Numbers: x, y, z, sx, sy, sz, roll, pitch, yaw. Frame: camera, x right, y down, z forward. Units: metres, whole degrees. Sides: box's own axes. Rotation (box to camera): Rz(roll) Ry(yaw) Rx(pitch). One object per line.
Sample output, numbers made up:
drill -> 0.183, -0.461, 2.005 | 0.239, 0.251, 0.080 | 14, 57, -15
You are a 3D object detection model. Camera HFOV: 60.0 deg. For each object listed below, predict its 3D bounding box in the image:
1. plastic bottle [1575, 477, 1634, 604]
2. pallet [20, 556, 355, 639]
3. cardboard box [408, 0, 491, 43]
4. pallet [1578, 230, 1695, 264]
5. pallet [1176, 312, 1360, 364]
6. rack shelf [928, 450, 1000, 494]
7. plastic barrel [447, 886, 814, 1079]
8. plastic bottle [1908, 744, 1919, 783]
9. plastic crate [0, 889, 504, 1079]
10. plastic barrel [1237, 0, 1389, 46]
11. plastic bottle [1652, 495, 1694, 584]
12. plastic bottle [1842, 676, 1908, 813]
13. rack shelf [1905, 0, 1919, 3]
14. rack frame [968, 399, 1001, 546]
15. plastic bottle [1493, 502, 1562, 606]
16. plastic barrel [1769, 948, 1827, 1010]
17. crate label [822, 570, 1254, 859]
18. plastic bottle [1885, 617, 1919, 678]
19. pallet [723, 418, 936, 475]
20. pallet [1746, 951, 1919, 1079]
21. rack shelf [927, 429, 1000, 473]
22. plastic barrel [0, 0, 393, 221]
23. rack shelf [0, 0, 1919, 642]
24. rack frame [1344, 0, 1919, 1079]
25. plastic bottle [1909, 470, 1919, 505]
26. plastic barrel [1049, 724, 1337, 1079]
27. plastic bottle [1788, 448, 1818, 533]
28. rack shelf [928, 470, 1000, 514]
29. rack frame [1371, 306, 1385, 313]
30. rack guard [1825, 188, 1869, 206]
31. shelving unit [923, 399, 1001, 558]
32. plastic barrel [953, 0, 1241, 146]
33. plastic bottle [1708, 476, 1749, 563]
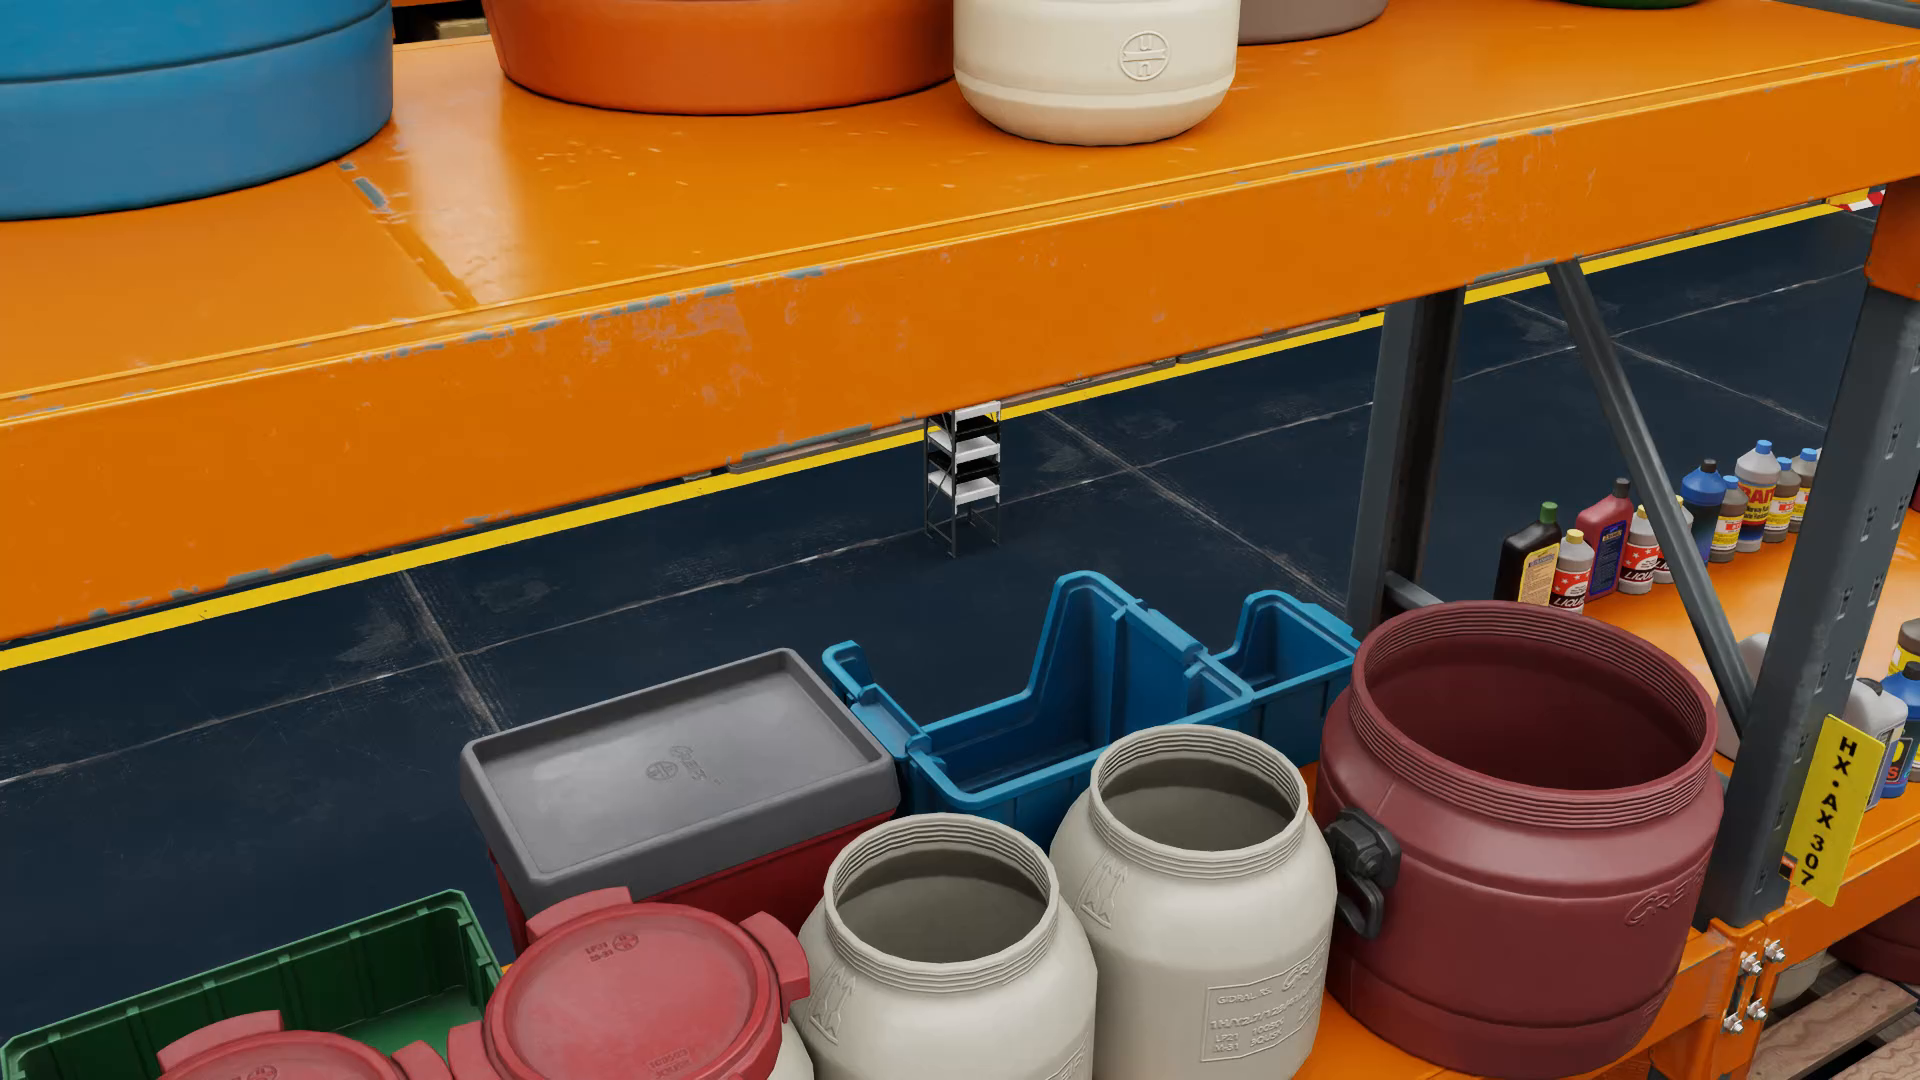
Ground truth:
plastic bottle -> 1.449, 0.001, 3.765 | 0.133, 0.283, 0.061 | -16, 33, -26
pallet -> -3.169, -0.079, 6.674 | 1.213, 0.211, 1.003 | -16, 33, -26
cardboard box -> -3.201, -3.212, 11.257 | 0.750, 0.750, 0.750 | -16, 33, -27
pallet -> 3.706, -2.008, 10.171 | 1.213, 0.211, 1.003 | -16, 33, -26
pallet -> 1.378, -1.325, 8.933 | 1.213, 0.211, 1.003 | -16, 33, -26
rack shelf -> 0.007, -0.288, 6.596 | 0.200, 0.077, 0.258 | -16, 33, -26
plastic barrel -> -0.389, 0.774, 2.102 | 0.433, 0.535, 0.433 | 0, 29, 0
plastic bottle -> 1.852, 0.358, 3.203 | 0.097, 0.201, 0.097 | 0, 29, 0
plastic crate -> -0.972, 0.811, 2.396 | 0.662, 0.188, 0.450 | -16, 33, -26
plastic barrel -> 0.300, -1.139, 2.087 | 0.600, 0.901, 0.600 | 0, 29, 0
plastic bottle -> 1.642, -0.008, 3.866 | 0.097, 0.201, 0.097 | 0, 29, 0
plastic bottle -> 1.655, 0.366, 3.111 | 0.135, 0.276, 0.152 | -16, 33, -26
rack shelf -> 2.842, -1.205, 3.469 | 4.000, 0.370, 1.077 | -16, 33, -26
rack frame -> 0.095, -0.421, 6.581 | 0.006, 0.900, 0.240 | -16, 33, -26
plastic bottle -> 1.250, 0.057, 3.663 | 0.133, 0.283, 0.061 | -16, 33, -26
plastic barrel -> 1.972, 0.886, 4.181 | 0.421, 0.512, 0.421 | 0, 29, 0
crate label -> 0.124, 0.398, 2.888 | 0.616, 0.435, 0.502 | -16, 33, -26
plastic bottle -> 1.974, 0.238, 3.420 | 0.097, 0.201, 0.097 | 0, 29, 0
pallet -> -0.726, -0.728, 7.850 | 1.213, 0.211, 1.003 | -16, 33, -26
pallet -> 1.776, 1.293, 4.188 | 1.213, 0.211, 1.003 | -16, 33, -26
rack shelf -> 0.007, -0.367, 6.552 | 0.200, 0.077, 0.258 | -16, 33, -26
plastic barrel -> -0.875, -0.806, 1.483 | 0.708, 0.901, 0.600 | -16, 33, -26
rack shelf -> -0.607, -0.226, 1.695 | 4.000, 0.370, 1.077 | -16, 33, -26
rack frame -> 1.118, 0.283, 3.133 | 0.127, 3.000, 1.000 | -16, 33, -26
plastic bottle -> 2.394, -0.274, 4.193 | 0.185, 0.351, 0.144 | -16, 33, -26
plastic barrel -> 0.339, 0.575, 2.489 | 0.421, 0.512, 0.421 | 0, 29, 0
plastic bottle -> 2.062, -0.127, 4.082 | 0.097, 0.201, 0.097 | 0, 29, 0
rack shelf -> 0.007, -0.209, 6.639 | 0.200, 0.077, 0.258 | -16, 33, -26
rack frame -> 2.060, -2.761, 8.648 | 0.127, 3.000, 1.000 | -16, 33, -26
rack guard -> 5.443, -2.627, 10.993 | 0.348, 0.500, 1.175 | -16, 33, -26
shelving unit -> 0.007, -0.396, 6.536 | 0.210, 0.900, 0.258 | -16, 33, -26
plastic barrel -> 0.140, -0.561, 1.702 | 0.301, 0.262, 0.301 | 0, 29, 0
plastic bottle -> 1.810, -0.056, 3.952 | 0.097, 0.201, 0.097 | 0, 29, 0
